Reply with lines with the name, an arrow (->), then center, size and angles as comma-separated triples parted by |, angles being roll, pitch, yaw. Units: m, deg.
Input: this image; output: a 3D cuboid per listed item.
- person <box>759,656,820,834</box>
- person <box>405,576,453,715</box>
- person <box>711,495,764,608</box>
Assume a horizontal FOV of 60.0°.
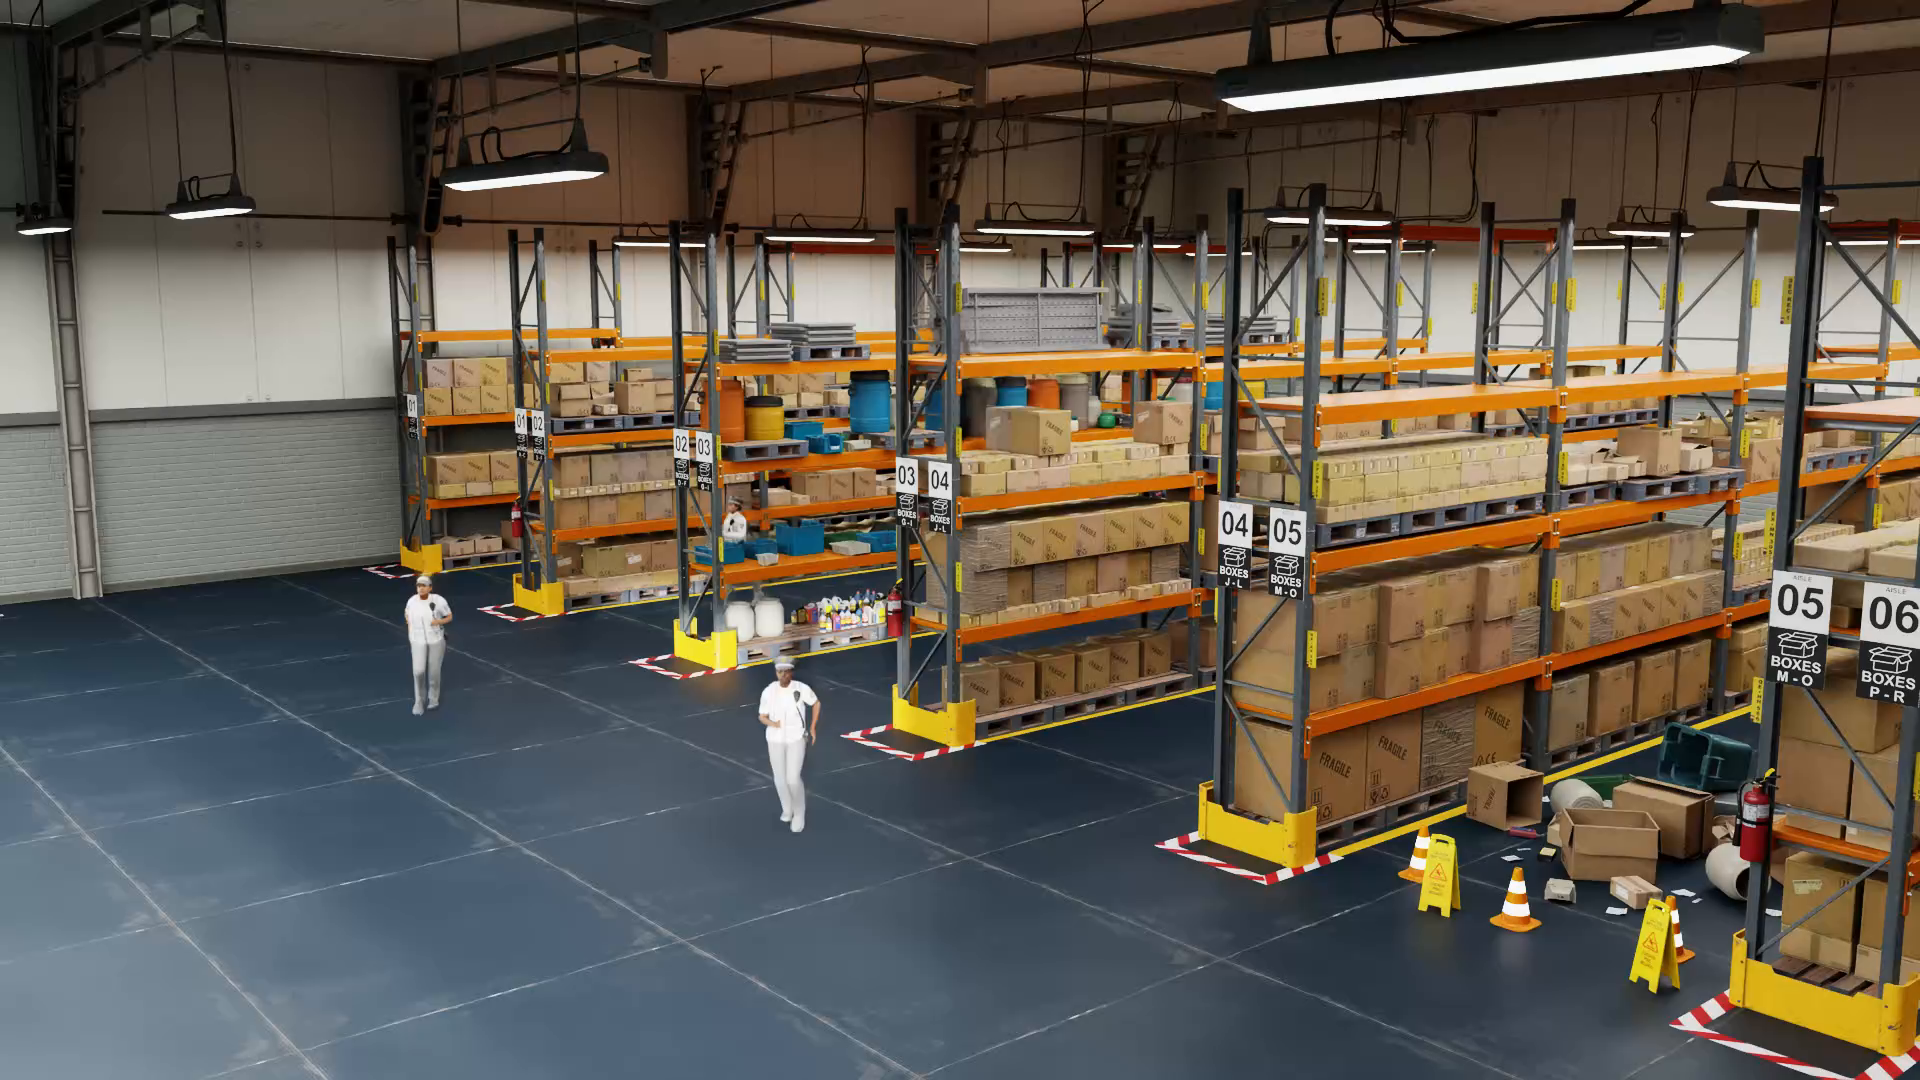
person -> -1.629, 1.932, 15.761 | 0.543, 1.710, 0.698 | 1, 9, 5
person -> -6.454, 1.270, 20.206 | 0.586, 1.686, 0.601 | -2, 9, -11
person -> -3.371, 0.184, 25.065 | 0.878, 1.732, 0.615 | -8, 12, -41
